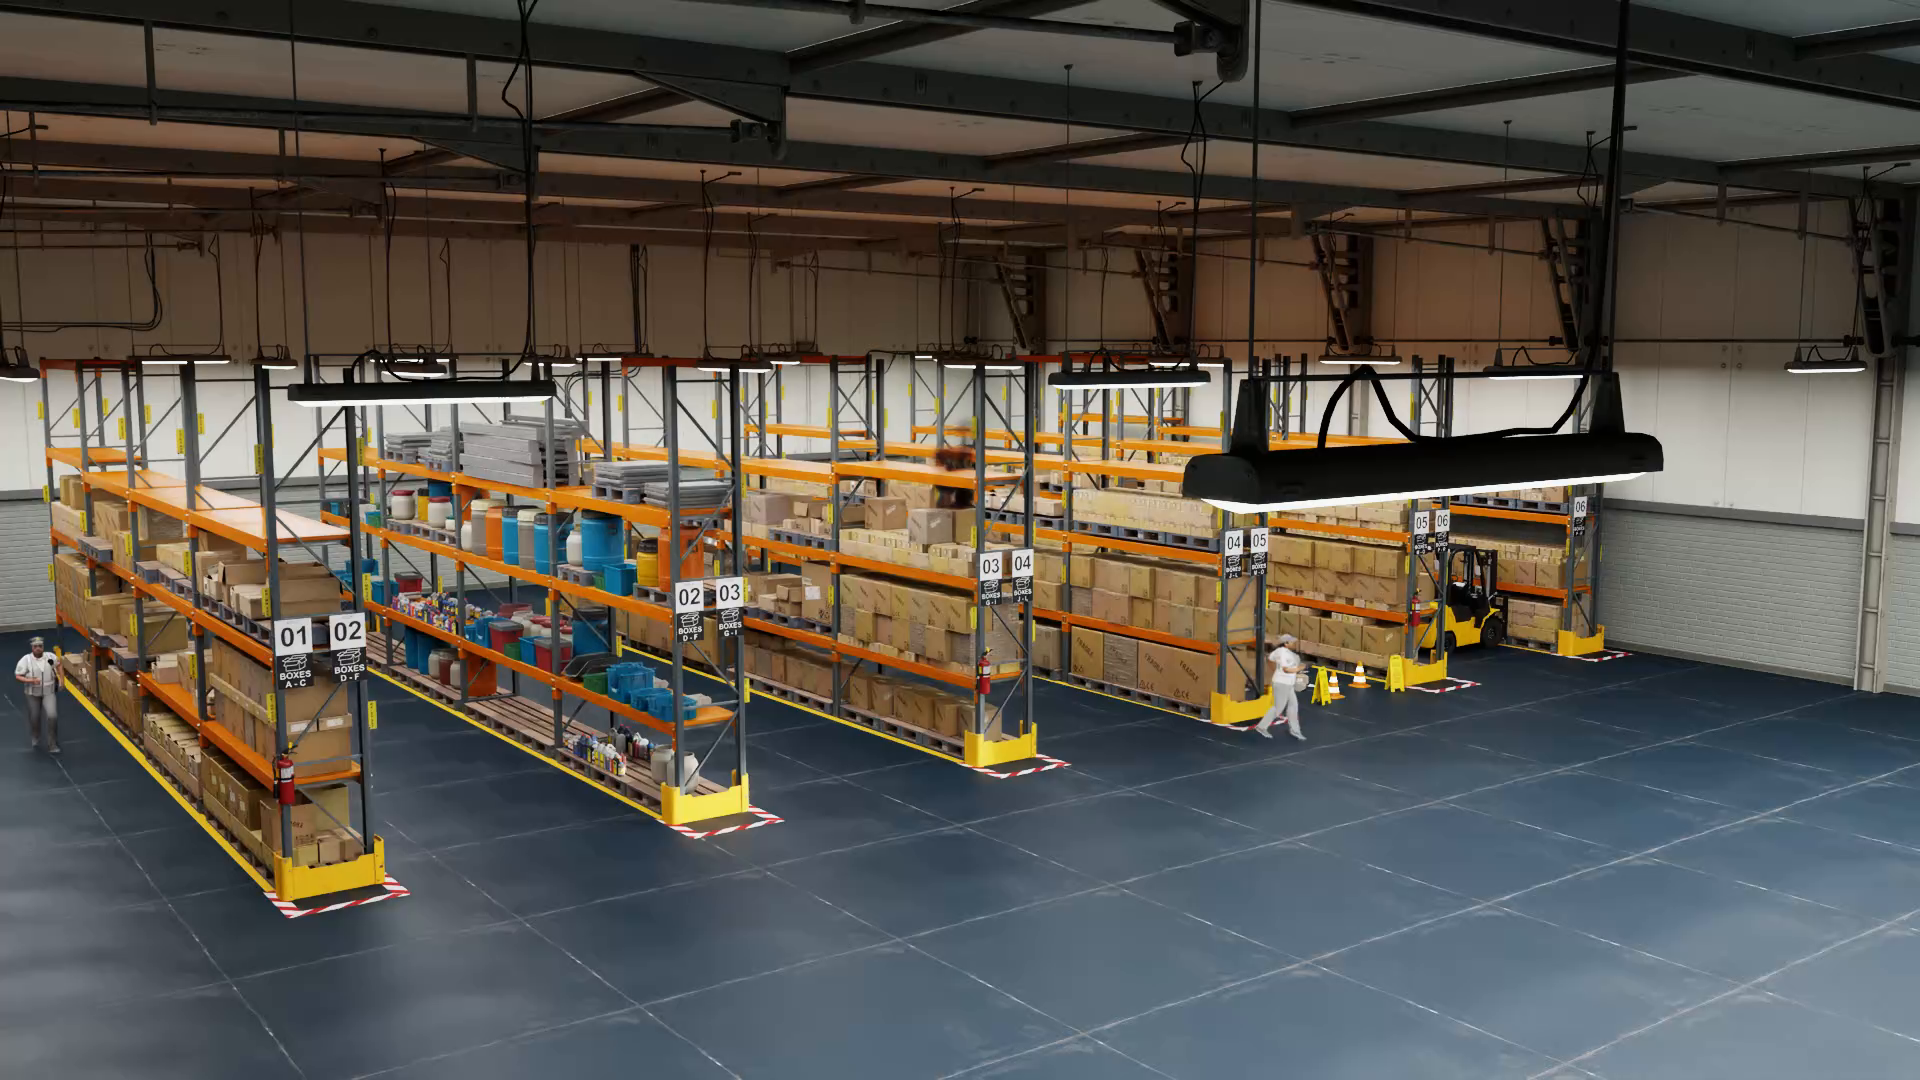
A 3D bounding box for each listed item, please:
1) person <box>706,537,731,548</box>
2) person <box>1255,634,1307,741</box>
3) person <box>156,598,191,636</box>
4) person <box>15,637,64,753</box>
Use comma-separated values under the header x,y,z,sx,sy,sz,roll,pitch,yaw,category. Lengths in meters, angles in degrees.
x,y,z,sx,sy,sz,roll,pitch,yaw,category
-6.010,0.541,40.965,0.706,1.792,0.872,3,8,26,person
5.120,2.343,26.413,0.813,1.716,0.606,1,7,6,person
-15.618,1.524,32.972,0.587,1.711,0.725,2,7,20,person
-14.174,2.399,25.654,0.683,1.871,0.783,-5,9,-36,person
